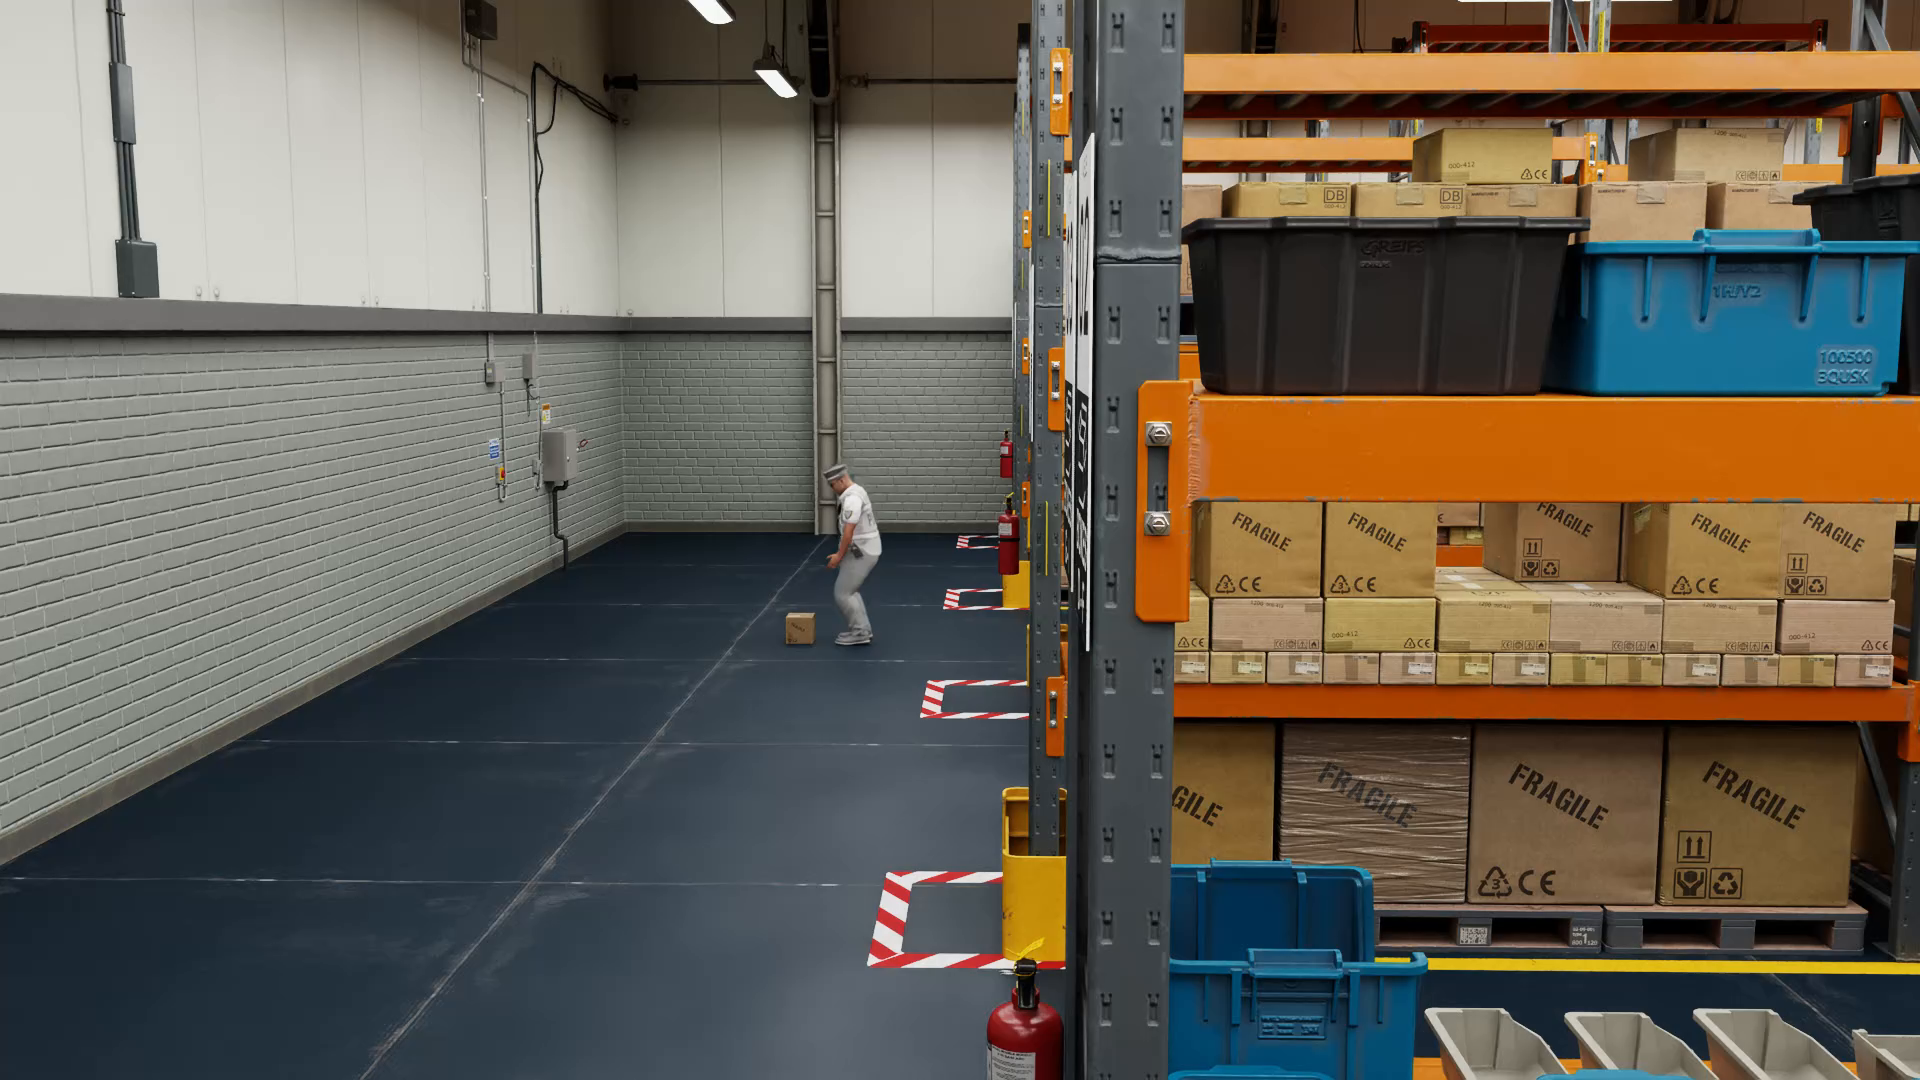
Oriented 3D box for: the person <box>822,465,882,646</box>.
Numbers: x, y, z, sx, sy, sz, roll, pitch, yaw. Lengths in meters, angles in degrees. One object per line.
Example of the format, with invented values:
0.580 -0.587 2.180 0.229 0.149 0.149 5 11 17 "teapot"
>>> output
-1.006 0.136 15.511 0.539 1.678 0.564 0 7 3 "person"
